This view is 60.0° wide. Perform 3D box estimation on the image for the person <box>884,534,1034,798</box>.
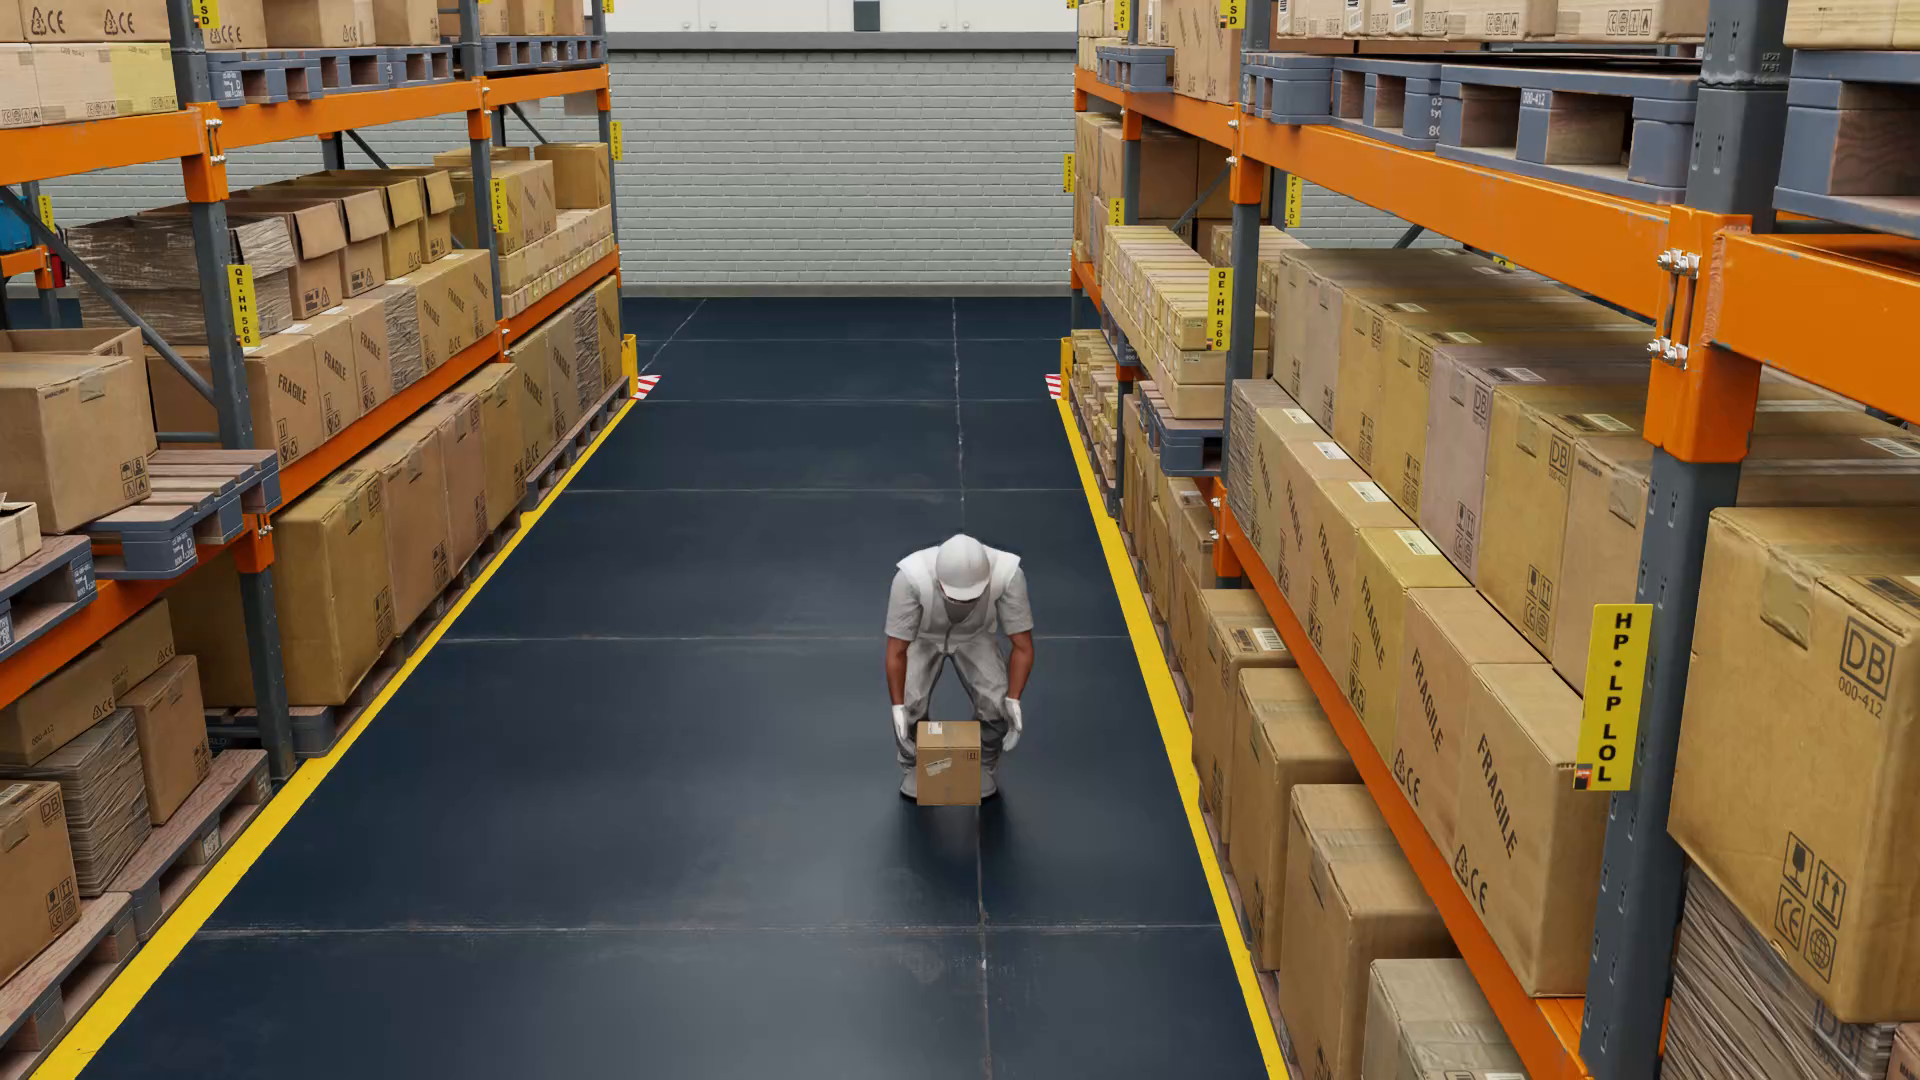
[{"bbox_3d":[-0.004,0.485,6.861,0.603,1.236,0.840,0,17,-1],"label":"person"}]
